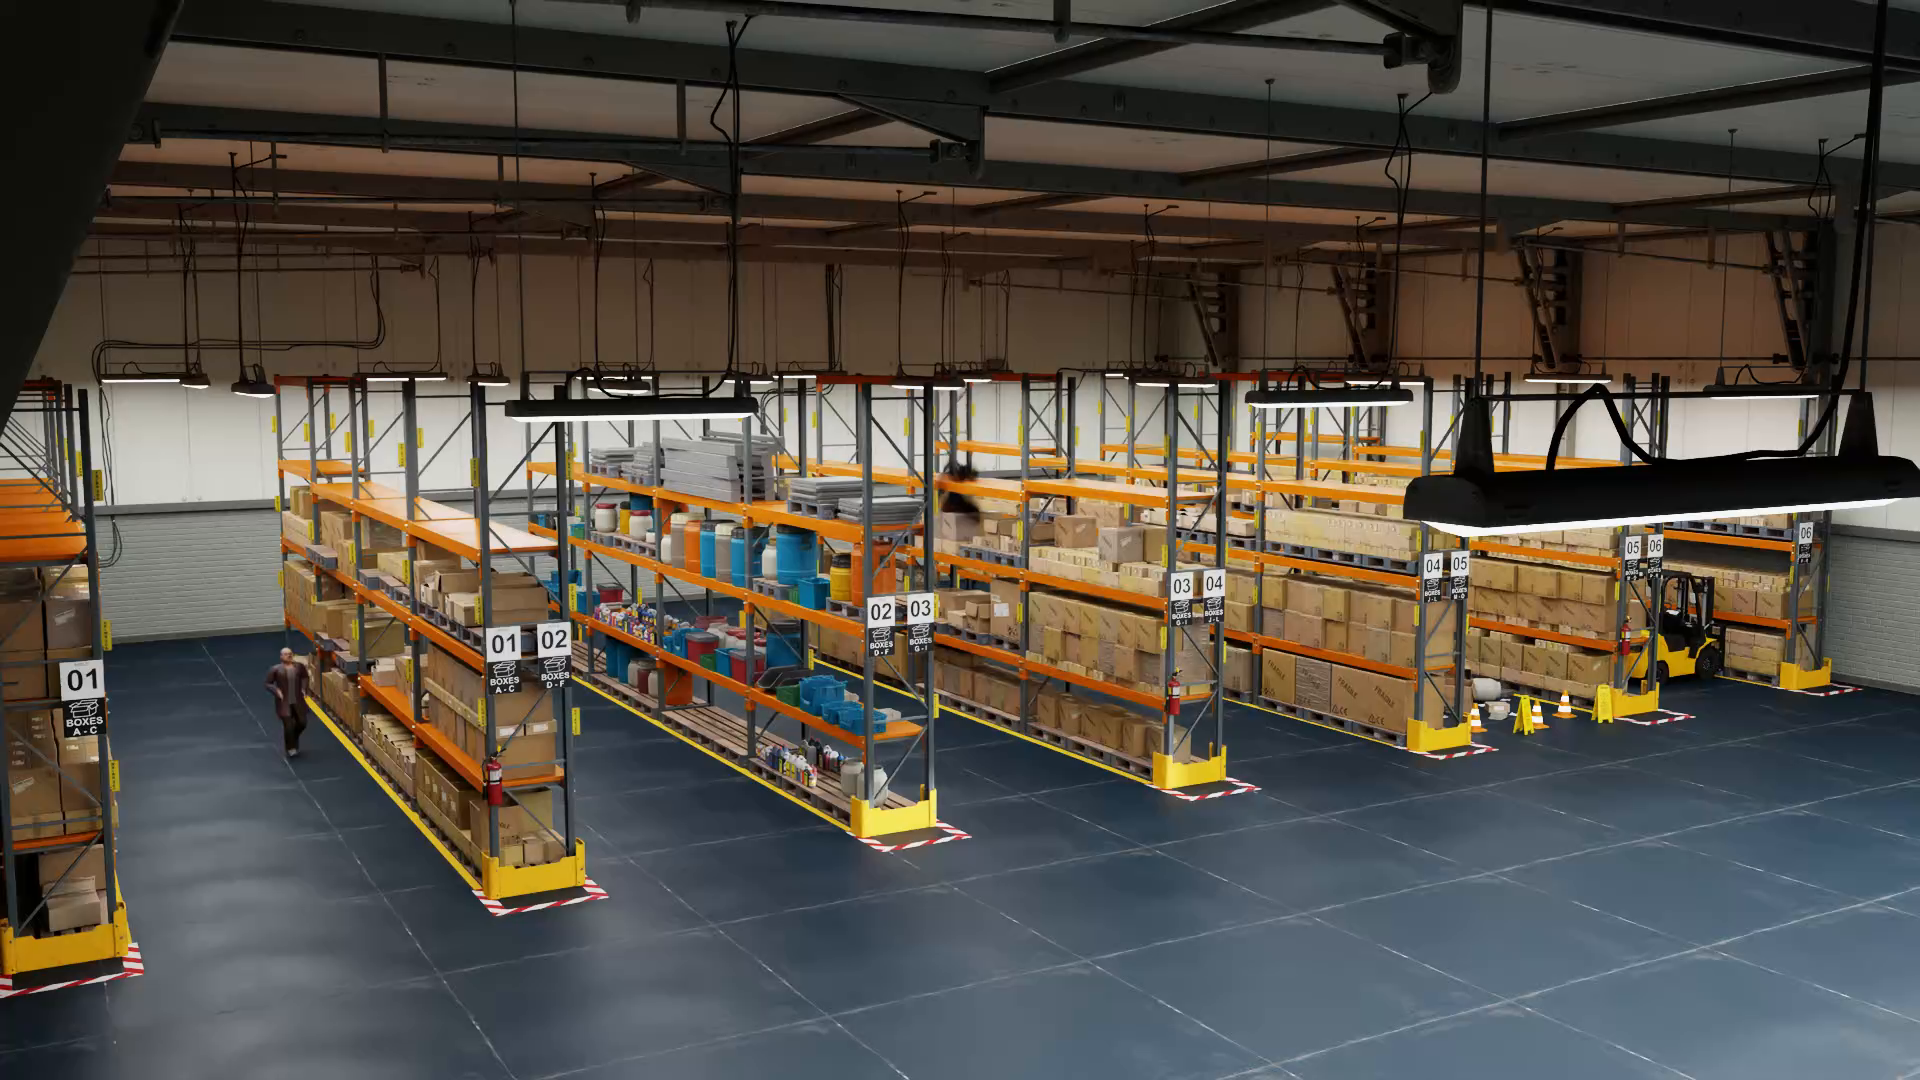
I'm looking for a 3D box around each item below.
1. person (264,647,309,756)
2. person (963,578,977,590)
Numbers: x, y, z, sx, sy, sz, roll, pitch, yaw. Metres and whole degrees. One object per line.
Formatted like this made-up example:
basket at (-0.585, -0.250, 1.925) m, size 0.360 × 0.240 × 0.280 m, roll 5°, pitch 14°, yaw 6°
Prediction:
person at (-10.674, 2.579, 26.490) m, size 0.705 × 1.713 × 0.661 m, roll -5°, pitch 8°, yaw -37°
person at (0.301, 0.962, 42.099) m, size 0.705 × 1.538 × 0.594 m, roll 2°, pitch 7°, yaw 18°
